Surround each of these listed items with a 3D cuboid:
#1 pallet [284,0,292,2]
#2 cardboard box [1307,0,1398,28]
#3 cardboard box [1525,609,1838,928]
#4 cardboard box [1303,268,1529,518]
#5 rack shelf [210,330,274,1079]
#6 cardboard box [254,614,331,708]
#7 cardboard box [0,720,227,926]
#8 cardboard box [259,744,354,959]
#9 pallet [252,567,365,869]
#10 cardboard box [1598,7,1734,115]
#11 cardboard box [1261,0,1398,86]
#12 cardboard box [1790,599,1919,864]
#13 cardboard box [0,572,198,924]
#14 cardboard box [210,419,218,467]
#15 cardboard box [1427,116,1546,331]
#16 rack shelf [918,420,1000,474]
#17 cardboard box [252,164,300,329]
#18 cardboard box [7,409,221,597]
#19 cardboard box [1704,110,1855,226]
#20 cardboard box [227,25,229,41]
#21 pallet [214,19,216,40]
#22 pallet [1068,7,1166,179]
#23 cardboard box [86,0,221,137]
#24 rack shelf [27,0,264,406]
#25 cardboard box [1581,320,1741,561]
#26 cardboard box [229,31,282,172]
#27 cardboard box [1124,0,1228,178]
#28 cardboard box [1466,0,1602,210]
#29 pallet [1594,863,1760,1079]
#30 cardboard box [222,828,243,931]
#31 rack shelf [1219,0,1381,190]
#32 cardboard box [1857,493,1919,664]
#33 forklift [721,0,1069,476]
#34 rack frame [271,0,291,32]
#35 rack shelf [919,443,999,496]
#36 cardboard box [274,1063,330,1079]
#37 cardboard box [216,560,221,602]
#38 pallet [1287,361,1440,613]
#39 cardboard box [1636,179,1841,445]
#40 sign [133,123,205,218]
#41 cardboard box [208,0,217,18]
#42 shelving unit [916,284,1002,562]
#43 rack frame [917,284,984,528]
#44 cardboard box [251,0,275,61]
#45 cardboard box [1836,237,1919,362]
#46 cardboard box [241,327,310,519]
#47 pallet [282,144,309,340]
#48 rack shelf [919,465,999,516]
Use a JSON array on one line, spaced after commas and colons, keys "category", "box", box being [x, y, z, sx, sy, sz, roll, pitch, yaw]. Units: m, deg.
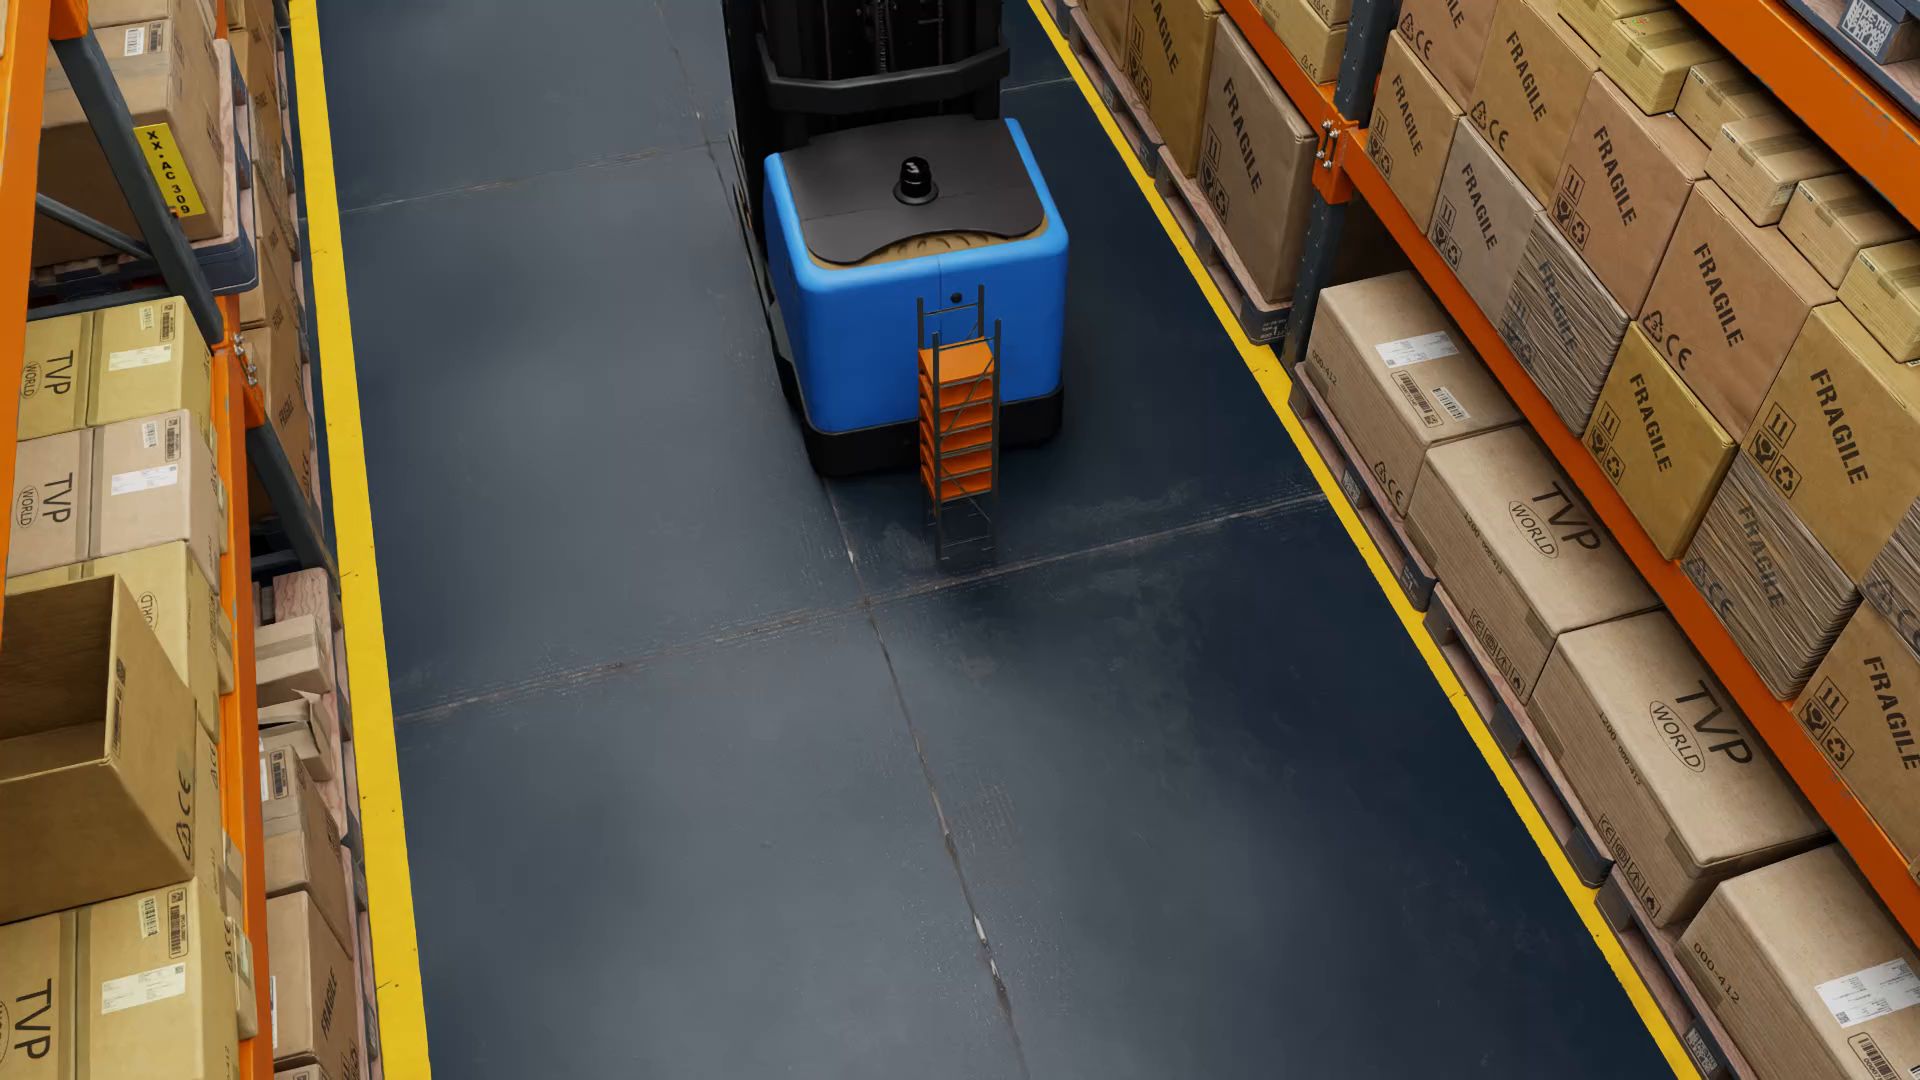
[{"category": "pallet", "box": [-4.251, -3.317, 9.198, 1.003, 0.211, 1.213, -13, 51, -11]}, {"category": "cardboard box", "box": [1.516, -2.189, 6.194, 0.500, 0.250, 0.500, -13, 51, -11]}, {"category": "cardboard box", "box": [2.492, 0.677, 5.408, 0.875, 0.438, 0.875, -12, 51, -10]}, {"category": "cardboard box", "box": [1.961, -0.636, 6.515, 0.875, 0.438, 0.875, -14, 51, -12]}, {"category": "rack shelf", "box": [-2.271, 1.008, 4.198, 1.077, 0.370, 4.000, -13, 51, -11]}, {"category": "cardboard box", "box": [-2.417, 0.440, 5.797, 0.380, 0.149, 0.250, -15, 51, -12]}, {"category": "cardboard box", "box": [-2.030, 0.691, 3.899, 0.500, 0.250, 0.500, -15, 51, -12]}, {"category": "cardboard box", "box": [-2.292, 1.048, 5.055, 0.700, 0.500, 0.500, -15, 52, -12]}, {"category": "pallet", "box": [-2.660, 0.716, 5.798, 1.003, 0.211, 1.213, -13, 51, -11]}, {"category": "cardboard box", "box": [1.996, -1.327, 4.553, 0.380, 0.149, 0.250, -15, 51, -12]}, {"category": "cardboard box", "box": [1.505, -2.032, 6.389, 0.500, 0.250, 0.500, -14, 51, -12]}, {"category": "cardboard box", "box": [2.532, 0.417, 4.160, 0.500, 0.500, 0.500, -14, 51, -12]}, {"category": "cardboard box", "box": [-2.000, 0.460, 3.603, 0.500, 0.500, 0.500, -12, 51, -10]}, {"category": "cardboard box", "box": [-2.429, -0.242, 4.946, 0.380, 0.149, 0.250, -12, 51, -10]}, {"category": "cardboard box", "box": [1.912, -1.071, 5.415, 0.500, 0.500, 0.500, -13, 51, -11]}, {"category": "rack shelf", "box": [-0.004, -0.369, 6.124, 0.258, 0.103, 0.180, -13, 51, -11]}, {"category": "cardboard box", "box": [-3.101, -1.170, 6.925, 0.500, 0.500, 0.500, -15, 51, -12]}, {"category": "cardboard box", "box": [-2.316, -0.053, 4.526, 0.500, 0.250, 0.500, -13, 51, -11]}, {"category": "cardboard box", "box": [2.156, -0.967, 4.249, 0.380, 0.149, 0.250, -13, 51, -11]}, {"category": "cardboard box", "box": [-3.477, -2.243, 7.405, 0.380, 0.149, 0.250, -12, 51, -10]}, {"category": "pallet", "box": [-3.466, -2.125, 6.494, 1.003, 0.211, 1.213, -13, 51, -11]}, {"category": "pallet", "box": [1.214, -2.350, 8.383, 1.003, 0.211, 1.213, -13, 51, -11]}, {"category": "cardboard box", "box": [-2.945, -1.634, 5.615, 0.700, 0.500, 0.500, -13, 51, -11]}, {"category": "rack shelf", "box": [-3.454, -1.913, 6.661, 1.077, 0.370, 4.000, -13, 51, -11]}, {"category": "cardboard box", "box": [2.205, -0.330, 4.791, 0.500, 0.500, 0.500, -12, 51, -10]}, {"category": "cardboard box", "box": [-3.420, -1.926, 7.561, 0.500, 0.500, 0.500, -11, 51, -9]}, {"category": "cardboard box", "box": [1.344, -2.353, 7.676, 0.875, 0.875, 0.875, -12, 51, -10]}, {"category": "cardboard box", "box": [1.931, -1.391, 5.031, 0.500, 0.500, 0.500, -14, 51, -11]}, {"category": "pallet", "box": [2.750, 1.445, 5.184, 1.003, 0.211, 1.213, -13, 51, -11]}, {"category": "cardboard box", "box": [-1.945, 0.876, 4.003, 0.380, 0.149, 0.250, -12, 51, -10]}, {"category": "rack shelf", "box": [1.287, -3.038, 7.610, 1.077, 0.370, 4.000, -13, 51, -11]}, {"category": "cardboard box", "box": [2.509, 0.084, 3.787, 0.500, 0.500, 0.500, -13, 51, -11]}, {"category": "forklift", "box": [-0.433, -2.357, 6.610, 1.130, 2.935, 3.031, -11, 51, -9]}, {"category": "rack frame", "box": [-4.045, -3.606, 7.618, 1.000, 3.000, 0.127, -13, 51, -11]}, {"category": "rack shelf", "box": [-0.004, -0.291, 6.216, 0.258, 0.103, 0.180, -13, 51, -11]}, {"category": "cardboard box", "box": [-1.985, 1.806, 4.415, 0.700, 0.500, 0.500, -11, 51, -9]}, {"category": "cardboard box", "box": [-2.277, 0.140, 4.624, 0.380, 0.149, 0.250, -12, 51, -10]}, {"category": "pallet", "box": [2.028, -0.337, 6.686, 1.003, 0.211, 1.213, -13, 51, -11]}, {"category": "cardboard box", "box": [2.218, -0.645, 4.403, 0.500, 0.500, 0.500, -14, 51, -11]}, {"category": "sign", "box": [-2.346, -1.092, 4.932, 0.100, 0.325, 0.005, -13, 51, -11]}, {"category": "cardboard box", "box": [-3.177, -2.207, 6.098, 0.700, 0.500, 0.500, -14, 51, -11]}, {"category": "shelving unit", "box": [-0.004, -0.397, 6.090, 0.258, 1.200, 0.189, -13, 51, -11]}, {"category": "rack frame", "box": [-0.031, -0.464, 6.146, 0.240, 1.200, 0.006, -13, 51, -11]}, {"category": "cardboard box", "box": [-3.715, -2.675, 8.193, 0.500, 0.500, 0.500, -12, 51, -10]}, {"category": "cardboard box", "box": [2.334, -0.588, 3.930, 0.380, 0.149, 0.250, -12, 51, -10]}, {"category": "cardboard box", "box": [-2.790, -0.418, 6.291, 0.500, 0.500, 0.500, -11, 51, -9]}, {"category": "pallet", "box": [-3.503, -1.264, 7.467, 1.003, 0.211, 1.213, -13, 51, -11]}, {"category": "rack shelf", "box": [-0.004, -0.214, 6.307, 0.258, 0.103, 0.180, -13, 51, -11]}]
